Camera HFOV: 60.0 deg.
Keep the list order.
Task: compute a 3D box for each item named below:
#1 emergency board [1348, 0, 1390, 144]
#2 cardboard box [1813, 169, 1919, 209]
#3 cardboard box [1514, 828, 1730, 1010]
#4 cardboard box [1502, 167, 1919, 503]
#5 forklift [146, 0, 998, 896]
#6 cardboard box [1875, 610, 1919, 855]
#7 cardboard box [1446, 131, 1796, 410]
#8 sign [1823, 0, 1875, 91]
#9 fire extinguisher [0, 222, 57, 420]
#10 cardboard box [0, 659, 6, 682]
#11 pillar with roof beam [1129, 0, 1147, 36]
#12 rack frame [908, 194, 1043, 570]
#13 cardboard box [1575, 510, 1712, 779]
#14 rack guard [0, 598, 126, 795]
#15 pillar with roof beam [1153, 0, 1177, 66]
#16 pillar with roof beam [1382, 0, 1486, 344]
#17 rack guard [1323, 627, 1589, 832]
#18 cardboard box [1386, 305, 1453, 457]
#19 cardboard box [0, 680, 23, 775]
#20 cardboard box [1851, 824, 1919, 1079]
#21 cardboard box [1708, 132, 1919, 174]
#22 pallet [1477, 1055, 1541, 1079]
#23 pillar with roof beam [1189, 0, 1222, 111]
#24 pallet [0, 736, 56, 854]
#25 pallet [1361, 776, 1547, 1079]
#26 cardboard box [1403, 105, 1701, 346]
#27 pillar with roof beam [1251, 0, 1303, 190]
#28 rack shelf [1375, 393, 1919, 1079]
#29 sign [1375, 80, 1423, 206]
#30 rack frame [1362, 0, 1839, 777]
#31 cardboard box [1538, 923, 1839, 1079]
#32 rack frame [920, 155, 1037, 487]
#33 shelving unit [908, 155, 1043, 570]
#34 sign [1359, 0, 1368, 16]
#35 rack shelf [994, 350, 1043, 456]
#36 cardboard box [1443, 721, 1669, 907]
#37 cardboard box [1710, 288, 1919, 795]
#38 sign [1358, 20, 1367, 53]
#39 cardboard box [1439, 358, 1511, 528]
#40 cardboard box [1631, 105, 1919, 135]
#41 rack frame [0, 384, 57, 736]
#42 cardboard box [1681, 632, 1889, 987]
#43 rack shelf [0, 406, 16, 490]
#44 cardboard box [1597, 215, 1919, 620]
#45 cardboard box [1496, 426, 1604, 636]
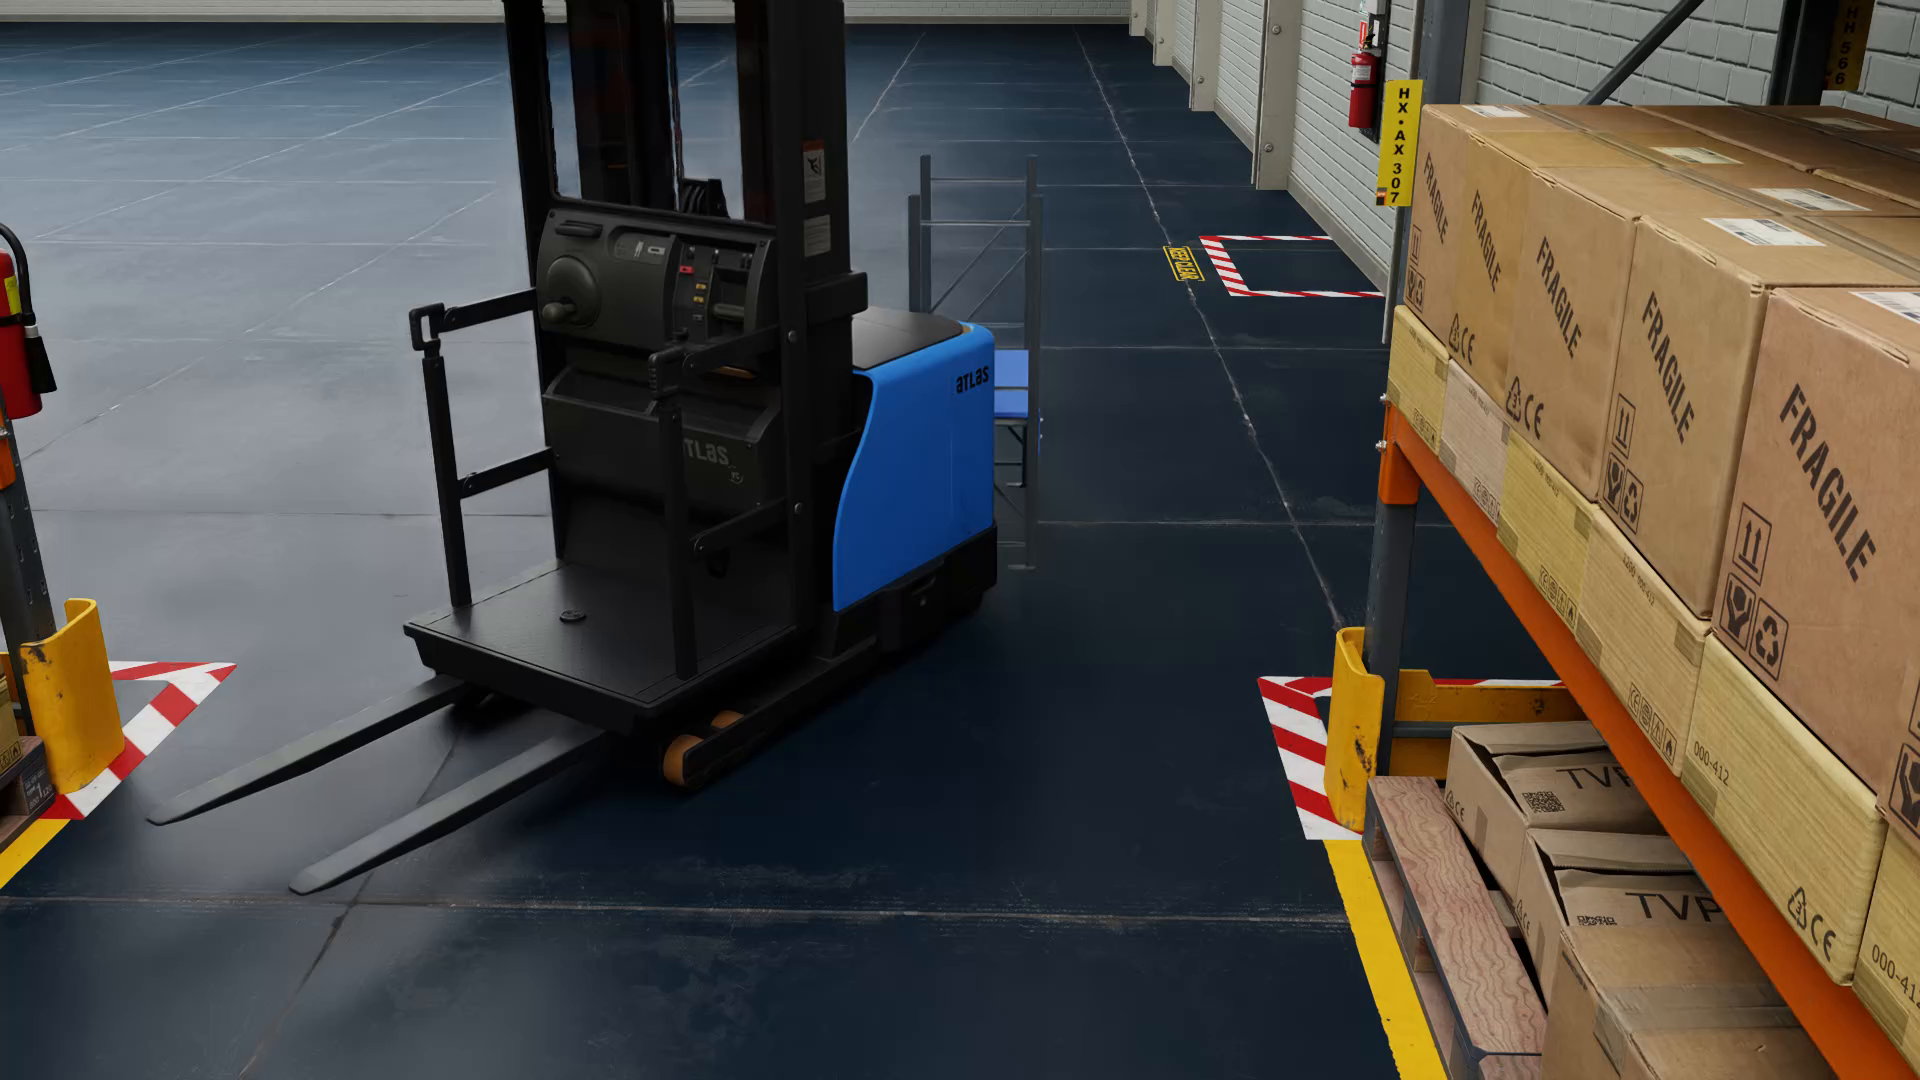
[{"bbox_3d":[2.838,-3.432,11.726,0.194,1.169,0.643,1,21,2],"label":"emergency board"},{"bbox_3d":[1.860,-0.379,3.002,0.500,0.500,0.500,0,21,0],"label":"cardboard box"},{"bbox_3d":[1.571,0.872,3.744,0.500,0.311,0.500,2,21,6],"label":"cardboard box"},{"bbox_3d":[1.337,-0.386,3.020,0.500,0.500,0.500,0,21,0],"label":"cardboard box"},{"bbox_3d":[-1.086,-0.800,5.039,1.130,2.935,3.031,13,25,31],"label":"forklift"},{"bbox_3d":[1.292,0.171,1.585,0.500,0.500,0.500,1,21,1],"label":"cardboard box"},{"bbox_3d":[1.359,-0.573,3.502,0.500,0.500,0.500,1,21,2],"label":"cardboard box"},{"bbox_3d":[2.253,-1.306,4.209,0.100,0.325,0.005,1,21,2],"label":"sign"},{"bbox_3d":[-2.785,-0.686,4.758,0.296,0.674,0.183,1,21,2],"label":"fire extinguisher"},{"bbox_3d":[-2.972,0.249,4.425,0.500,0.500,0.500,1,21,2],"label":"cardboard box"},{"bbox_3d":[-0.848,-14.060,30.826,9.100,9.000,0.400,1,21,2],"label":"pillar with roof beam"},{"bbox_3d":[0.057,-0.586,6.465,0.500,1.500,0.032,0,21,1],"label":"rack frame"},{"bbox_3d":[1.326,0.157,2.658,0.500,0.250,0.500,1,21,2],"label":"cardboard box"},{"bbox_3d":[-3.252,0.472,5.122,1.175,0.500,0.348,1,21,2],"label":"rack guard"},{"bbox_3d":[-1.031,-11.891,25.235,9.100,9.000,0.400,1,21,2],"label":"pillar with roof beam"},{"bbox_3d":[-1.578,-5.383,8.462,9.100,9.000,0.400,1,21,2],"label":"pillar with roof beam"},{"bbox_3d":[1.697,0.561,4.892,1.175,0.500,0.348,1,21,2],"label":"rack guard"},{"bbox_3d":[1.367,-0.398,4.088,0.500,0.250,0.500,0,21,0],"label":"cardboard box"},{"bbox_3d":[-2.974,0.598,4.561,0.500,0.250,0.500,1,21,2],"label":"cardboard box"},{"bbox_3d":[1.312,0.520,1.721,0.500,0.250,0.500,1,21,2],"label":"cardboard box"},{"bbox_3d":[1.872,-0.566,3.484,0.500,0.500,0.500,1,21,2],"label":"cardboard box"},{"bbox_3d":[1.597,1.429,3.054,1.003,0.211,1.213,1,21,2],"label":"pallet"},{"bbox_3d":[-1.213,-9.722,19.644,9.100,9.000,0.400,1,21,2],"label":"pillar with roof beam"},{"bbox_3d":[-3.234,0.892,4.438,1.003,0.211,1.213,1,21,2],"label":"pallet"},{"bbox_3d":[1.636,0.989,4.188,1.003,0.211,1.213,1,21,2],"label":"pallet"},{"bbox_3d":[1.384,-0.751,3.962,0.500,0.500,0.500,1,21,2],"label":"cardboard box"},{"bbox_3d":[-1.396,-7.552,14.053,9.100,9.000,0.400,1,21,2],"label":"pillar with roof beam"},{"bbox_3d":[1.638,0.427,2.777,1.077,0.370,4.000,1,21,2],"label":"rack shelf"},{"bbox_3d":[1.156,-1.041,4.369,0.100,0.325,0.005,1,21,2],"label":"sign"},{"bbox_3d":[1.699,-0.632,4.510,1.000,3.000,0.127,1,21,2],"label":"rack frame"},{"bbox_3d":[1.498,1.048,3.027,0.700,0.500,0.500,-1,21,-2],"label":"cardboard box"},{"bbox_3d":[0.079,-0.953,7.412,0.500,1.500,0.032,0,21,1],"label":"rack frame"},{"bbox_3d":[0.068,-0.769,6.938,0.538,1.500,1.048,0,21,1],"label":"shelving unit"},{"bbox_3d":[2.949,-3.893,12.132,0.001,0.109,0.331,1,21,2],"label":"sign"},{"bbox_3d":[0.068,-0.602,7.003,0.538,0.185,1.000,0,21,1],"label":"rack shelf"},{"bbox_3d":[1.588,0.666,4.275,0.500,0.311,0.500,-2,21,-4],"label":"cardboard box"},{"bbox_3d":[1.318,-0.011,2.054,0.500,0.500,0.500,0,21,0],"label":"cardboard box"},{"bbox_3d":[2.958,-3.647,12.232,0.001,0.329,0.234,1,21,2],"label":"sign"},{"bbox_3d":[1.365,-0.210,3.604,0.500,0.250,0.500,0,21,0],"label":"cardboard box"},{"bbox_3d":[1.897,-0.748,3.953,0.500,0.500,0.500,0,21,1],"label":"cardboard box"},{"bbox_3d":[-3.253,-0.685,4.647,1.000,3.000,0.127,1,21,2],"label":"rack frame"},{"bbox_3d":[1.312,0.338,2.190,0.500,0.250,0.500,1,21,1],"label":"cardboard box"},{"bbox_3d":[-3.314,0.374,2.914,1.077,0.370,4.000,1,21,2],"label":"rack shelf"},{"bbox_3d":[1.333,-0.199,2.539,0.500,0.500,0.500,1,21,3],"label":"cardboard box"},{"bbox_3d":[1.344,-0.026,3.129,0.500,0.250,0.500,0,21,1],"label":"cardboard box"}]
